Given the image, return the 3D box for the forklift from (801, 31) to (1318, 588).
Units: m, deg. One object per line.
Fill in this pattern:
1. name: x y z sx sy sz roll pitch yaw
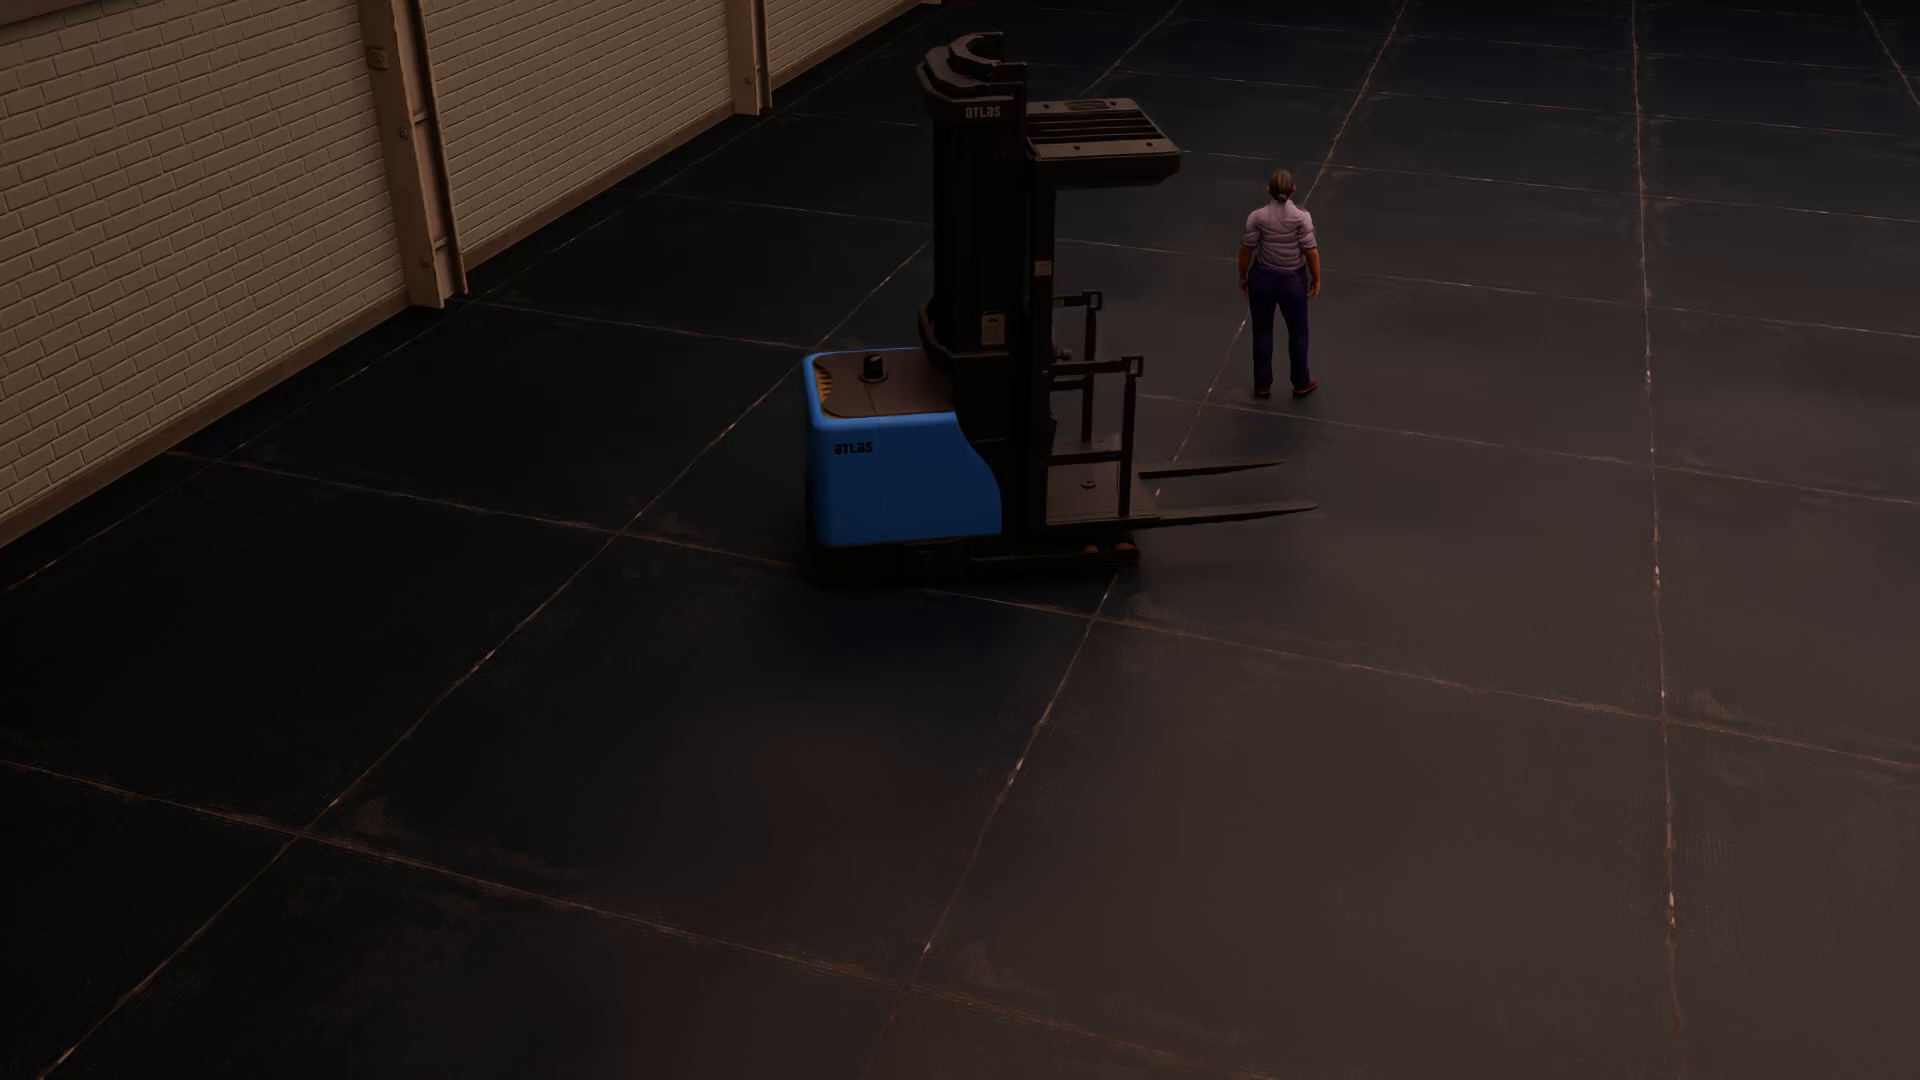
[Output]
1. forklift: 0.608 -1.328 9.466 3.031 2.935 1.130 -4 30 -8

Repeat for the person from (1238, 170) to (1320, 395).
1. person: 2.245 -1.800 11.577 0.598 1.651 0.502 10 31 17
